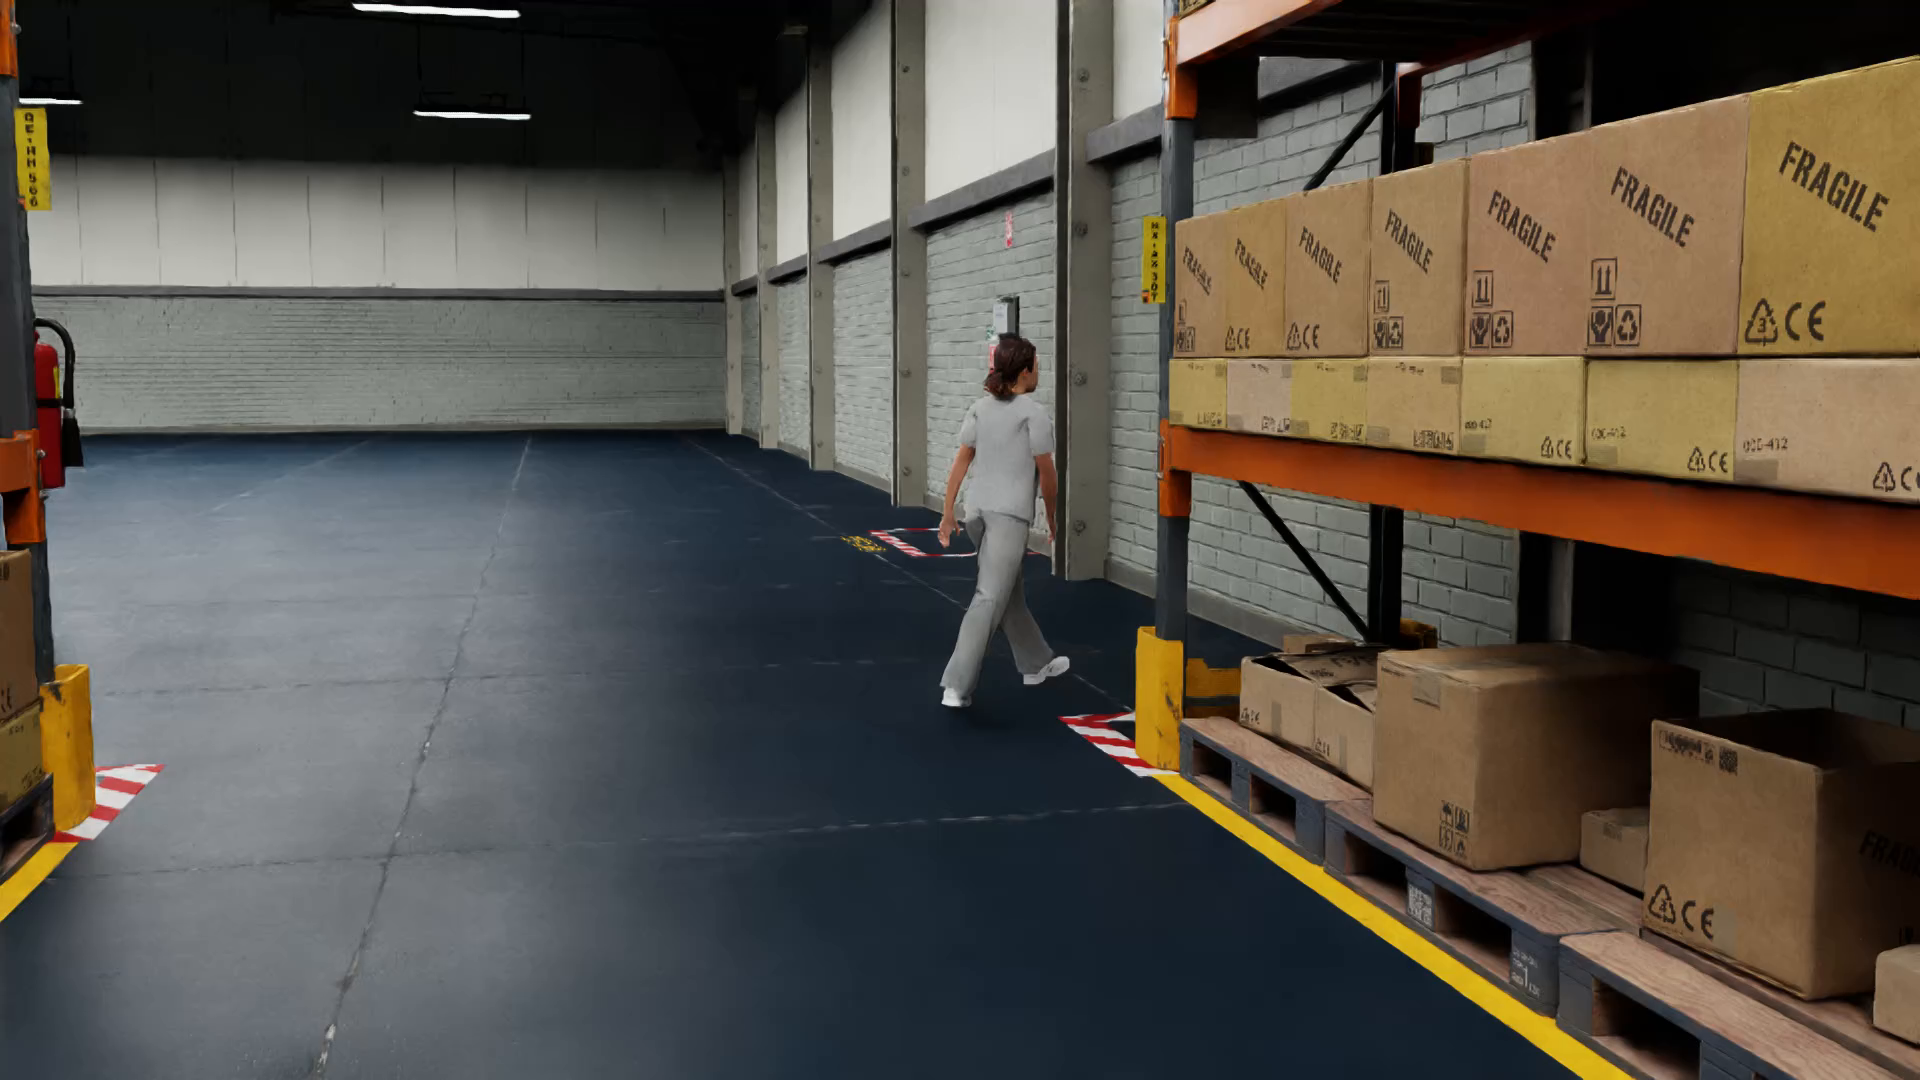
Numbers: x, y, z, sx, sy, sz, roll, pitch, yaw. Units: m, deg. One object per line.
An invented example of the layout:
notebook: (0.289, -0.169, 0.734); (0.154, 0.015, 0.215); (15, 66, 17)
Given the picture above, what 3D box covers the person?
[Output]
person: (0.230, -0.071, 7.490); (0.953, 1.575, 0.470); (-5, 8, -40)
